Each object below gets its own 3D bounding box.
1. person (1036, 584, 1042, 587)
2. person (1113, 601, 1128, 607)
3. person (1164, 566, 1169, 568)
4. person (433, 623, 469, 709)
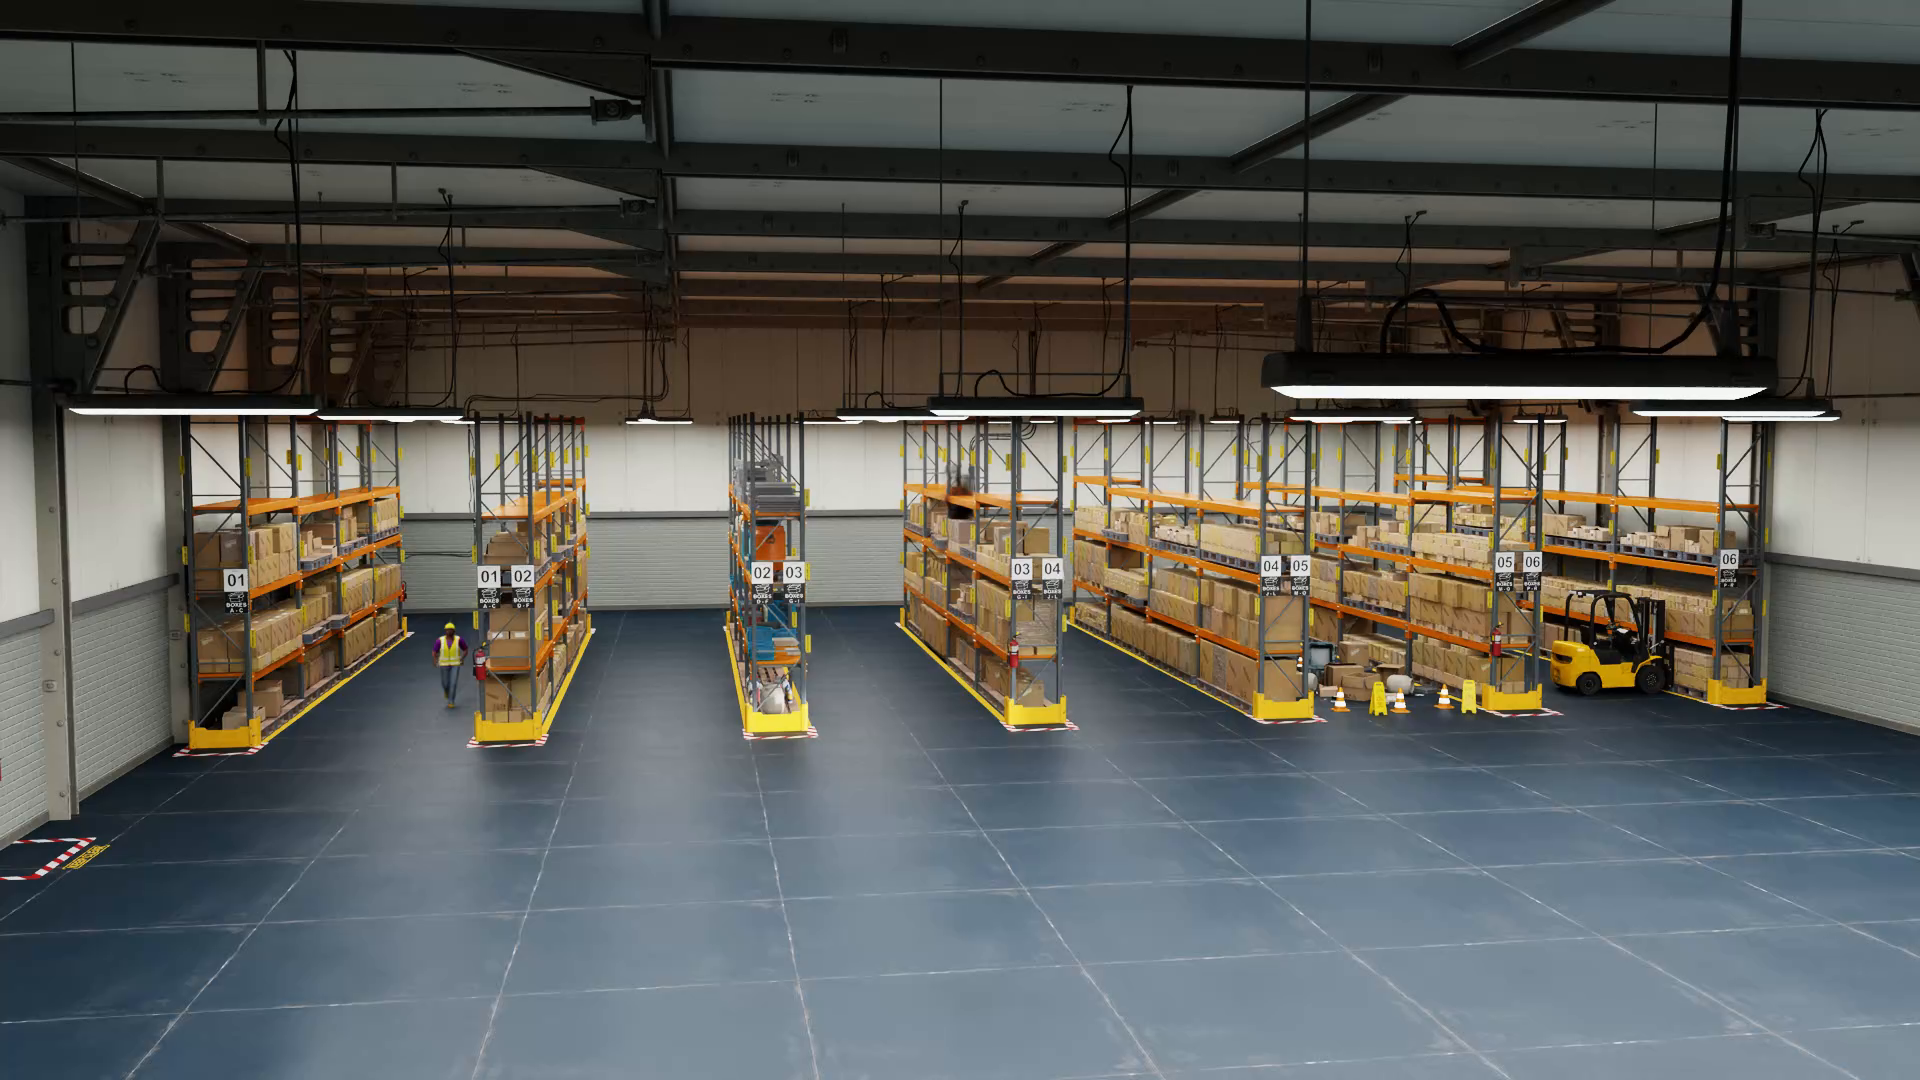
[{"bbox_3d":[2.489,1.513,48.974,0.724,1.778,0.832,3,5,35],"label":"person"},{"bbox_3d":[4.806,1.478,49.665,0.632,1.730,0.689,-1,4,-10],"label":"person"},{"bbox_3d":[5.869,1.625,47.238,0.696,1.763,0.941,-1,4,-19],"label":"person"},{"bbox_3d":[-10.419,2.560,34.019,0.700,1.734,0.708,-1,4,-14],"label":"person"}]
